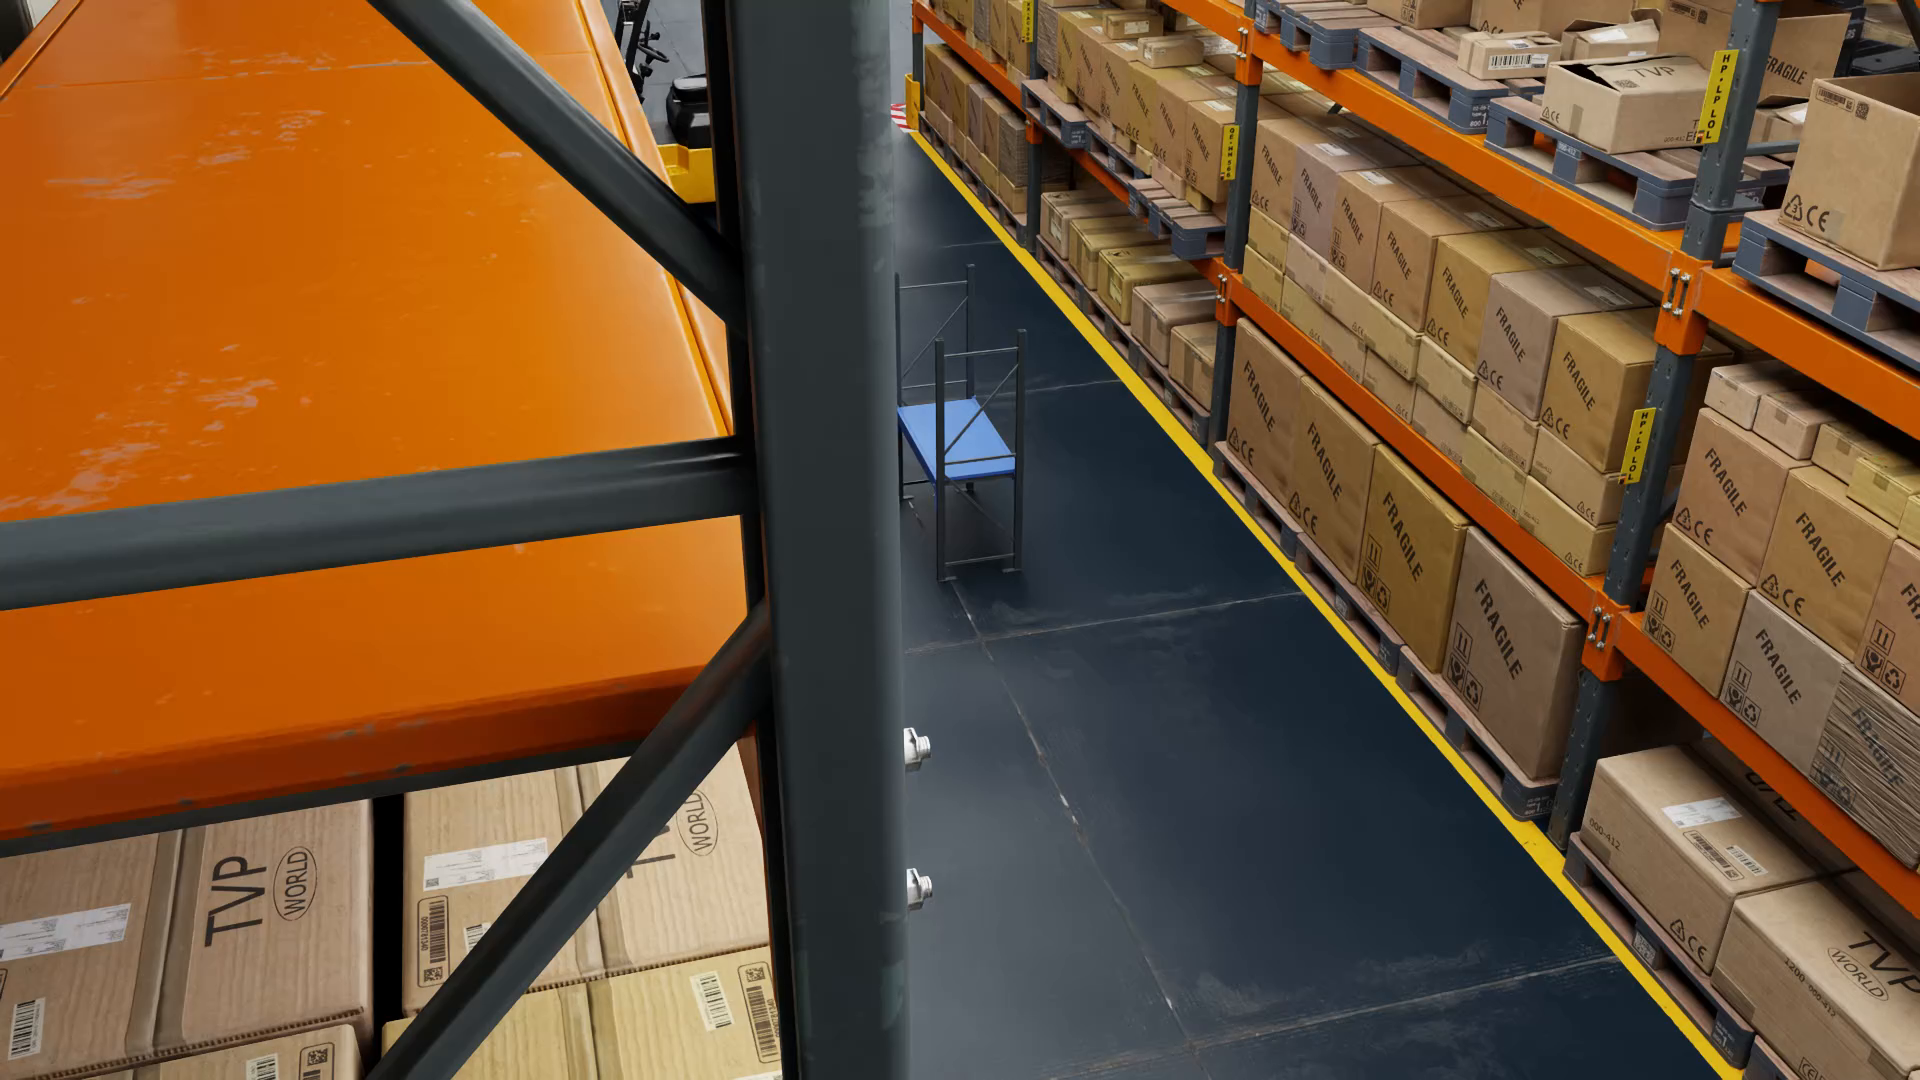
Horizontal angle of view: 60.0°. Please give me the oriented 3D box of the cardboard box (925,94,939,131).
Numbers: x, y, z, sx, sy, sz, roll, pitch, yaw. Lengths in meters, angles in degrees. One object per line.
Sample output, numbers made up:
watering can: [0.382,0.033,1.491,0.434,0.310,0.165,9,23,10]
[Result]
cardboard box: [-0.049,-4.339,16.809,0.500,0.250,0.500,-8,31,-14]

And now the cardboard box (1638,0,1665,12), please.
cardboard box: [6.086,-4.537,13.728,0.700,0.500,0.500,-8,31,-14]

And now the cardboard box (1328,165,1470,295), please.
cardboard box: [2.285,-1.625,8.696,0.500,0.500,0.500,-7,31,-12]

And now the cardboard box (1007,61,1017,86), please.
cardboard box: [0.613,-3.967,14.091,0.380,0.149,0.250,-7,31,-12]

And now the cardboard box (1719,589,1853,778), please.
cardboard box: [3.190,0.484,6.051,0.500,0.500,0.500,-8,31,-13]

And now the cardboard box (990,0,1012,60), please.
cardboard box: [0.564,-4.443,14.266,0.500,0.500,0.500,-7,31,-12]

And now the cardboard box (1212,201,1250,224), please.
cardboard box: [1.813,-2.110,10.463,0.380,0.149,0.250,-7,31,-11]

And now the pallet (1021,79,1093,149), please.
pallet: [1.127,-3.370,13.001,1.003,0.211,1.213,-8,31,-13]

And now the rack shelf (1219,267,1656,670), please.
rack shelf: [2.657,-0.632,8.797,1.077,0.370,4.000,-8,31,-13]

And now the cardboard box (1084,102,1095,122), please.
cardboard box: [1.142,-3.227,12.394,0.380,0.149,0.250,-7,31,-13]

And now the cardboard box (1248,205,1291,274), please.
cardboard box: [2.023,-1.784,9.719,0.500,0.250,0.500,-8,31,-14]

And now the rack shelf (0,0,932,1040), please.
rack shelf: [-1.066,-0.634,2.814,1.077,0.370,4.000,-8,31,-13]

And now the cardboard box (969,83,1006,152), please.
cardboard box: [0.376,-3.900,15.301,0.500,0.500,0.500,-6,31,-11]

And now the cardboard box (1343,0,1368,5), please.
cardboard box: [2.372,-3.272,9.124,0.797,0.503,0.637,-10,31,-16]

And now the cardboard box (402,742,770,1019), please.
cardboard box: [-0.527,0.542,2.410,0.500,0.250,0.500,-8,31,-14]

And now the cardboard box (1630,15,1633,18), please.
cardboard box: [5.691,-4.302,14.320,0.500,0.500,0.500,-8,31,-13]

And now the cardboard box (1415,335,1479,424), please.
cardboard box: [2.554,-0.800,8.019,0.500,0.250,0.500,-7,31,-12]

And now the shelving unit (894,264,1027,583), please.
shelving unit: [-0.023,-0.690,9.677,0.538,1.500,1.048,-8,31,-13]

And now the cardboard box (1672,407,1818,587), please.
cardboard box: [3.081,-0.192,6.220,0.500,0.500,0.500,-8,31,-13]

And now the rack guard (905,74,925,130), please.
rack guard: [0.023,-4.655,17.524,1.175,0.500,0.348,-8,31,-13]

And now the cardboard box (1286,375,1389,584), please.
cardboard box: [2.462,-0.396,9.372,0.875,0.875,0.875,-7,31,-13]

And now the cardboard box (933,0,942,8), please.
cardboard box: [0.002,-5.430,15.972,0.500,0.500,0.500,-7,31,-12]

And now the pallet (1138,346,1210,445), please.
pallet: [1.921,-1.080,11.637,1.003,0.211,1.213,-8,31,-13]

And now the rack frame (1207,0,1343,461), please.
rack frame: [2.127,-1.910,10.286,1.000,3.000,0.127,-8,31,-13]

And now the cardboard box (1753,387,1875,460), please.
cardboard box: [3.105,-0.426,5.977,0.380,0.149,0.250,-7,31,-13]

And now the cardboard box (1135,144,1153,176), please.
cardboard box: [1.416,-2.599,11.309,0.380,0.149,0.250,-7,31,-12]

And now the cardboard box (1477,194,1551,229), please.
cardboard box: [2.913,-1.438,8.373,0.500,0.500,0.500,-8,31,-14]

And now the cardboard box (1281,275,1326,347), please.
cardboard box: [2.167,-1.329,9.433,0.500,0.250,0.500,-9,31,-15]

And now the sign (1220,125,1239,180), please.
sign: [1.606,-2.300,9.883,0.100,0.325,0.005,-8,31,-13]

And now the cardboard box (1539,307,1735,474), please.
cardboard box: [2.828,-0.636,6.988,0.500,0.500,0.500,-7,31,-12]

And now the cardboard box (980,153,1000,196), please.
cardboard box: [0.498,-3.339,15.081,0.500,0.250,0.500,-9,31,-15]

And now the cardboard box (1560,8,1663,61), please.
cardboard box: [3.041,-2.329,7.730,0.396,0.266,0.258,-5,30,-9]

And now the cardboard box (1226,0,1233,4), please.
cardboard box: [1.767,-3.342,10.018,0.380,0.149,0.250,-8,31,-13]

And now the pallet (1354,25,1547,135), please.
pallet: [2.648,-2.283,8.124,1.003,0.211,1.213,-6,31,-11]

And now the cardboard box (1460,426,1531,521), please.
cardboard box: [2.692,-0.342,7.728,0.500,0.250,0.500,-8,31,-14]

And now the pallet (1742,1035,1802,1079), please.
pallet: [3.642,2.197,5.974,1.003,0.211,1.213,-8,31,-13]

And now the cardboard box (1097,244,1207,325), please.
cardboard box: [1.587,-1.951,12.561,0.950,0.372,0.625,-7,31,-12]

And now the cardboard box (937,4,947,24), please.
cardboard box: [-0.010,-5.086,16.024,0.380,0.149,0.250,-7,31,-13]

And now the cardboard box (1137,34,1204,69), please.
cardboard box: [1.420,-3.297,11.219,0.380,0.149,0.250,-9,31,-16]

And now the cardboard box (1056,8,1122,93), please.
cardboard box: [1.046,-3.689,12.544,0.500,0.500,0.500,-8,31,-13]

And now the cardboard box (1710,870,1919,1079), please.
cardboard box: [3.490,1.699,6.190,0.875,0.438,0.875,-9,31,-15]

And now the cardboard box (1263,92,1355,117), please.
cardboard box: [2.230,-2.512,10.510,0.500,0.500,0.500,-9,31,-15]

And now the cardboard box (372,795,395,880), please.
cardboard box: [-1.206,0.361,2.722,0.500,0.250,0.500,-8,31,-13]

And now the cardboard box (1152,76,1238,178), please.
cardboard box: [1.590,-2.694,10.826,0.500,0.500,0.500,-8,31,-14]

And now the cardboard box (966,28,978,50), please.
cardboard box: [0.270,-4.585,15.159,0.380,0.149,0.250,-8,31,-13]

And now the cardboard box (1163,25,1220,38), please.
cardboard box: [1.673,-3.513,12.241,0.500,0.500,0.500,-7,31,-12]

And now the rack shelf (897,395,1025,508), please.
rack shelf: [-0.023,-0.535,9.767,0.538,0.185,1.000,-8,31,-13]

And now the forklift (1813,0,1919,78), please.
forklift: [5.330,-2.153,10.775,3.031,2.935,1.130,-17,34,-27]
